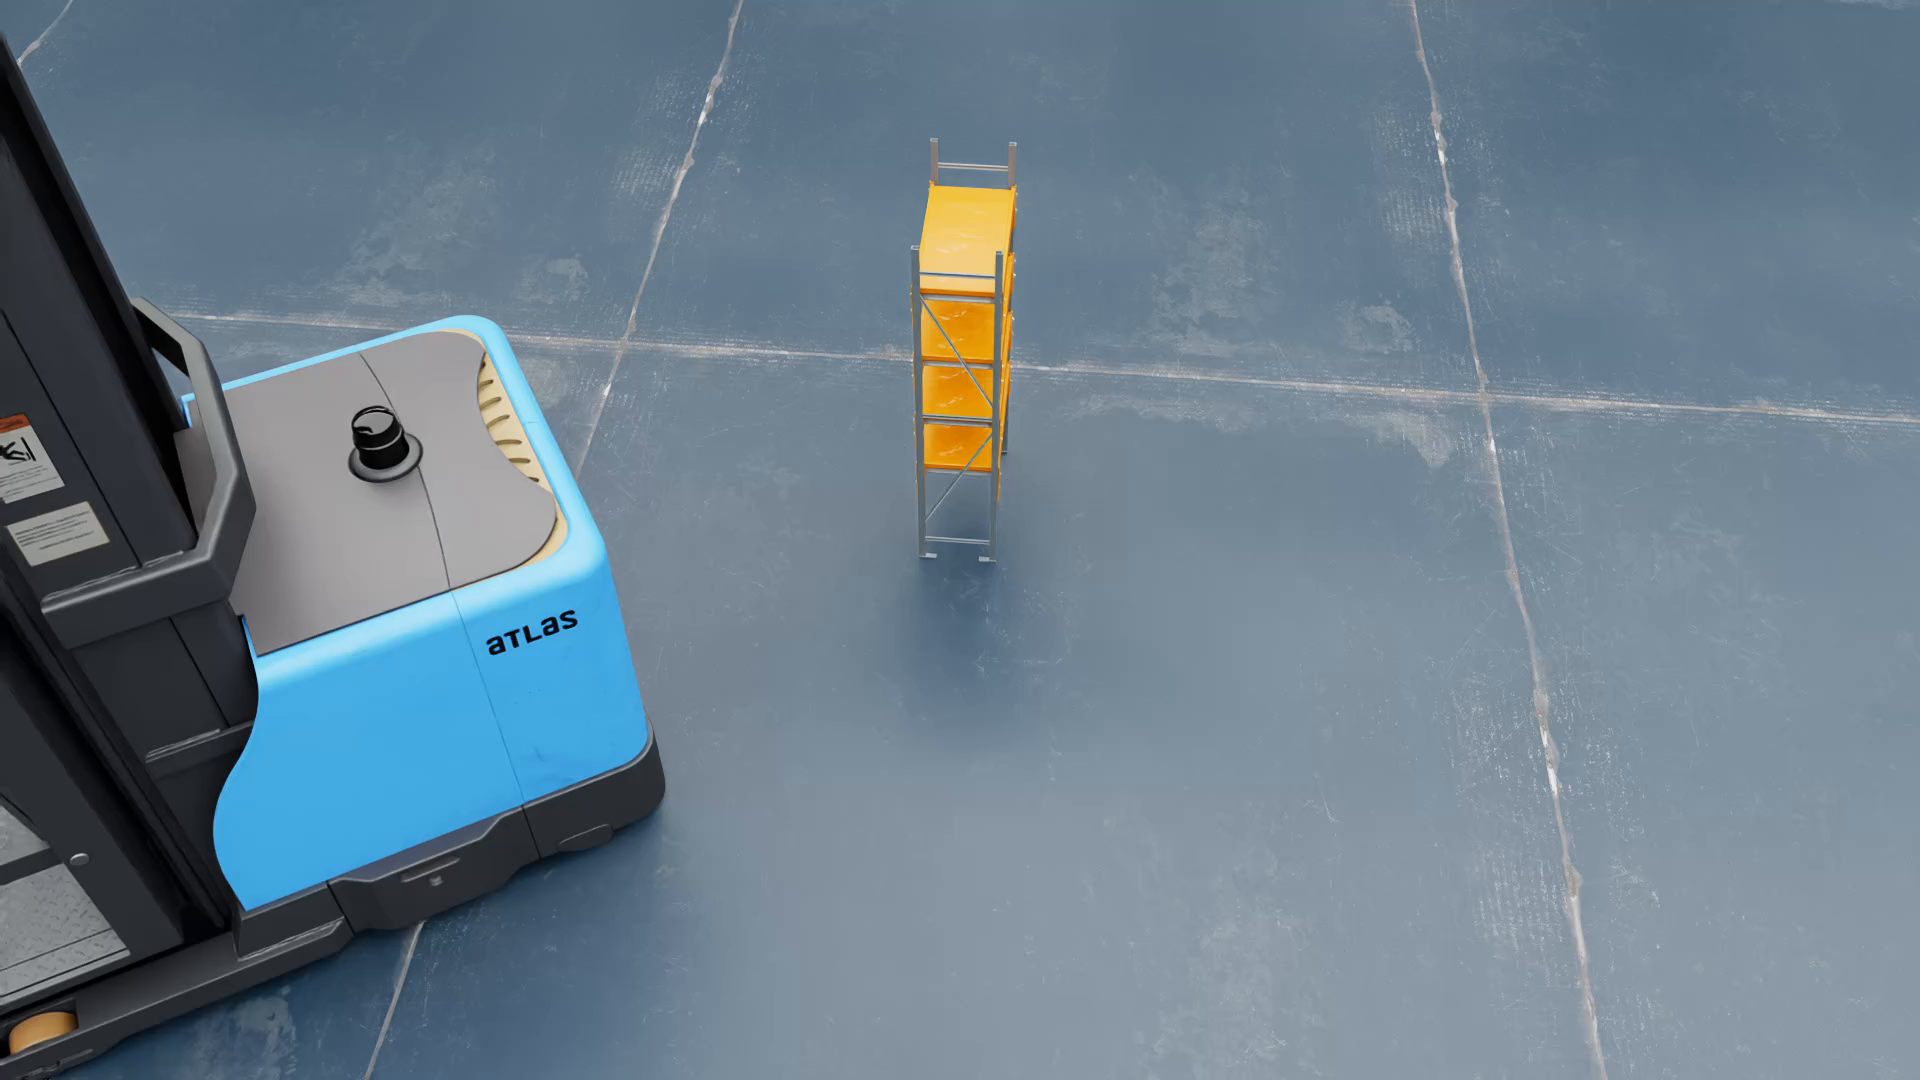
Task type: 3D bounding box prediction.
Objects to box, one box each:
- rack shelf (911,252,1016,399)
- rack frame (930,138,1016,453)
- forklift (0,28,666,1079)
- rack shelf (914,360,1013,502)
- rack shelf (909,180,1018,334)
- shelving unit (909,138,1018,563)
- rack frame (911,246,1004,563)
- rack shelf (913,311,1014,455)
[{"bbox_3d":[0.015,-0.632,4.803,0.258,0.148,0.480,4,48,4],"label":"rack shelf"},{"bbox_3d":[0.037,-0.706,5.082,0.240,1.200,0.015,4,48,4],"label":"rack frame"},{"bbox_3d":[-2.356,-0.071,3.329,3.031,2.935,1.130,-20,51,-18],"label":"forklift"},{"bbox_3d":[0.015,-0.347,5.115,0.258,0.148,0.480,4,48,4],"label":"rack shelf"},{"bbox_3d":[0.015,-0.792,4.629,0.258,0.148,0.480,4,48,4],"label":"rack shelf"},{"bbox_3d":[0.015,-0.527,4.919,0.258,1.200,0.503,4,48,4],"label":"shelving unit"},{"bbox_3d":[-0.007,-0.347,4.755,0.240,1.200,0.015,4,48,4],"label":"rack frame"},{"bbox_3d":[0.015,-0.481,4.968,0.258,0.148,0.480,4,48,4],"label":"rack shelf"}]
